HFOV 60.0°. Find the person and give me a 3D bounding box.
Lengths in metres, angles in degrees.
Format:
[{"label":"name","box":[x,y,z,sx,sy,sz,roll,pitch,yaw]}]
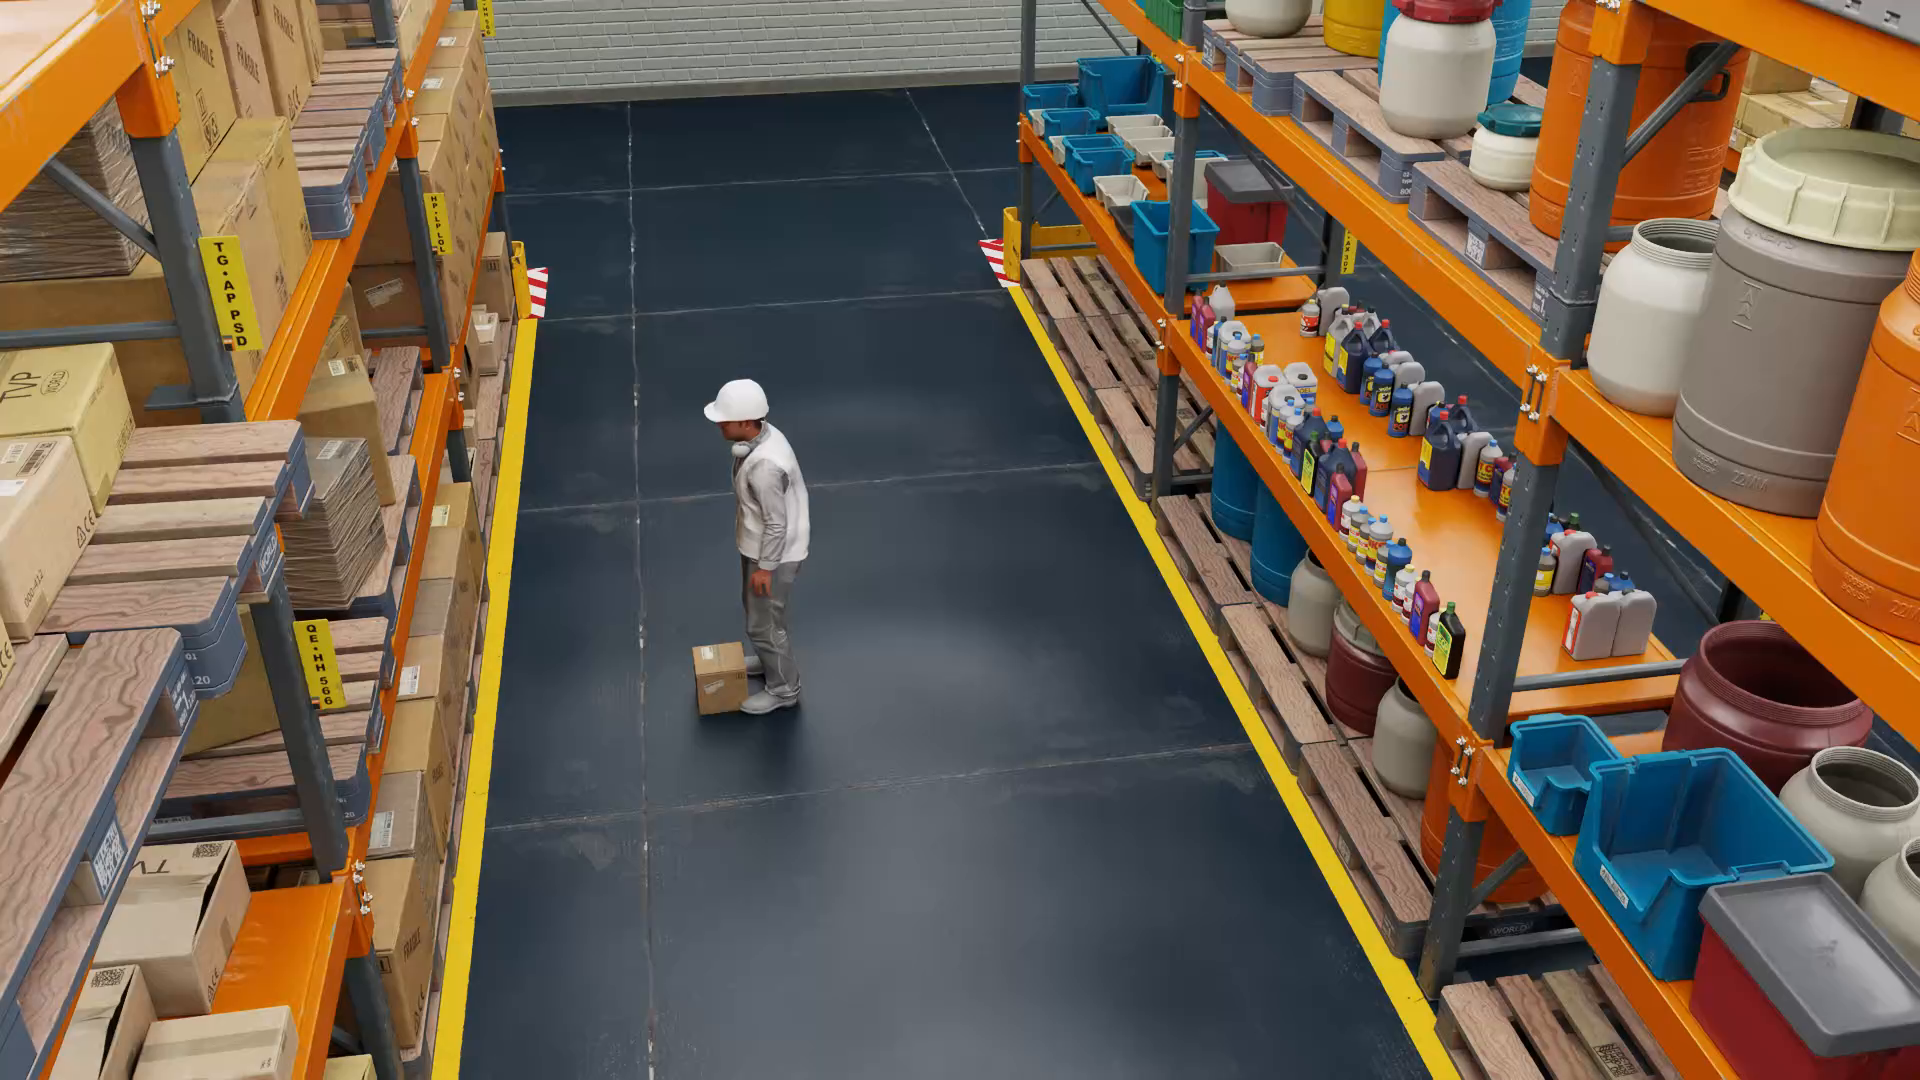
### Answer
[{"label":"person","box":[-0.957,0.020,8.076,0.457,1.773,0.593,-7,31,-11]}]
